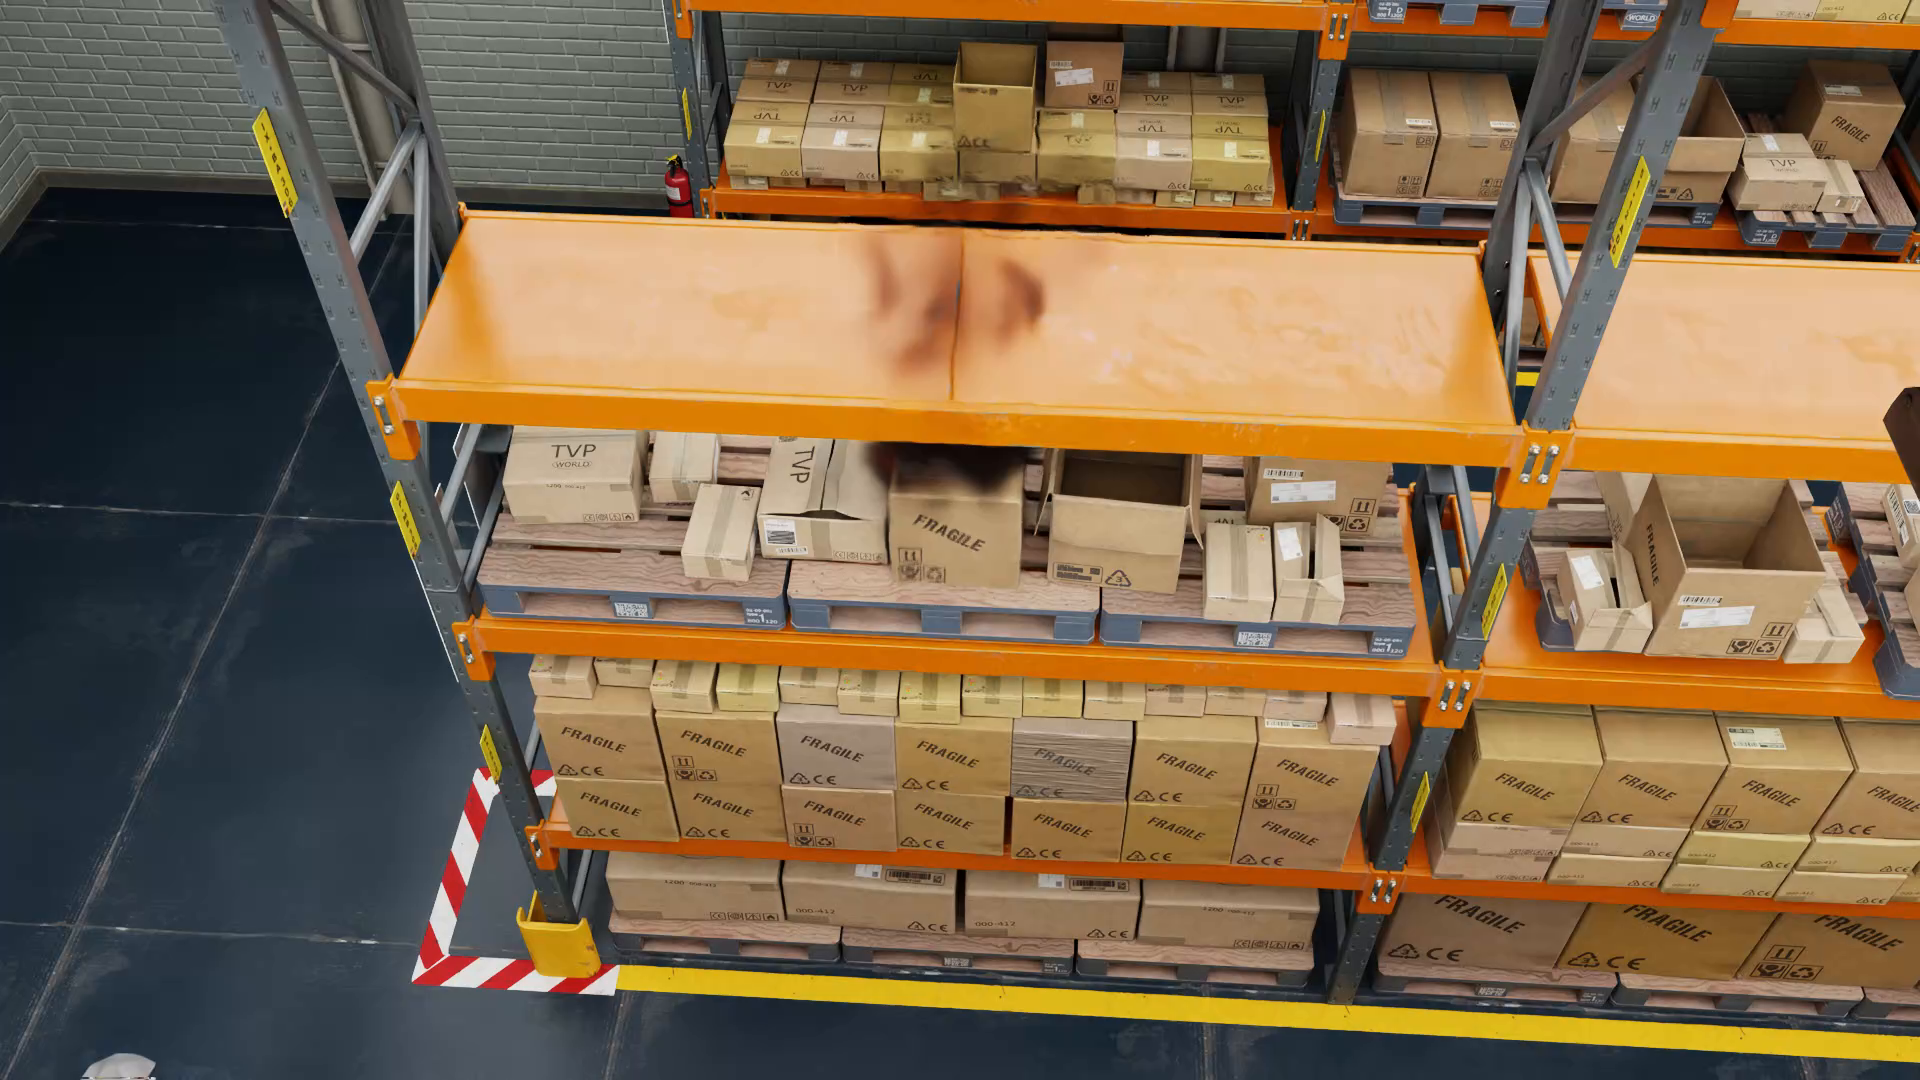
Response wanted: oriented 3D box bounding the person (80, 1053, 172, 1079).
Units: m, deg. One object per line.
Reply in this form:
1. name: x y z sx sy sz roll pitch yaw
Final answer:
1. person: -3.213 2.528 6.971 0.661 1.667 0.713 3 48 2
